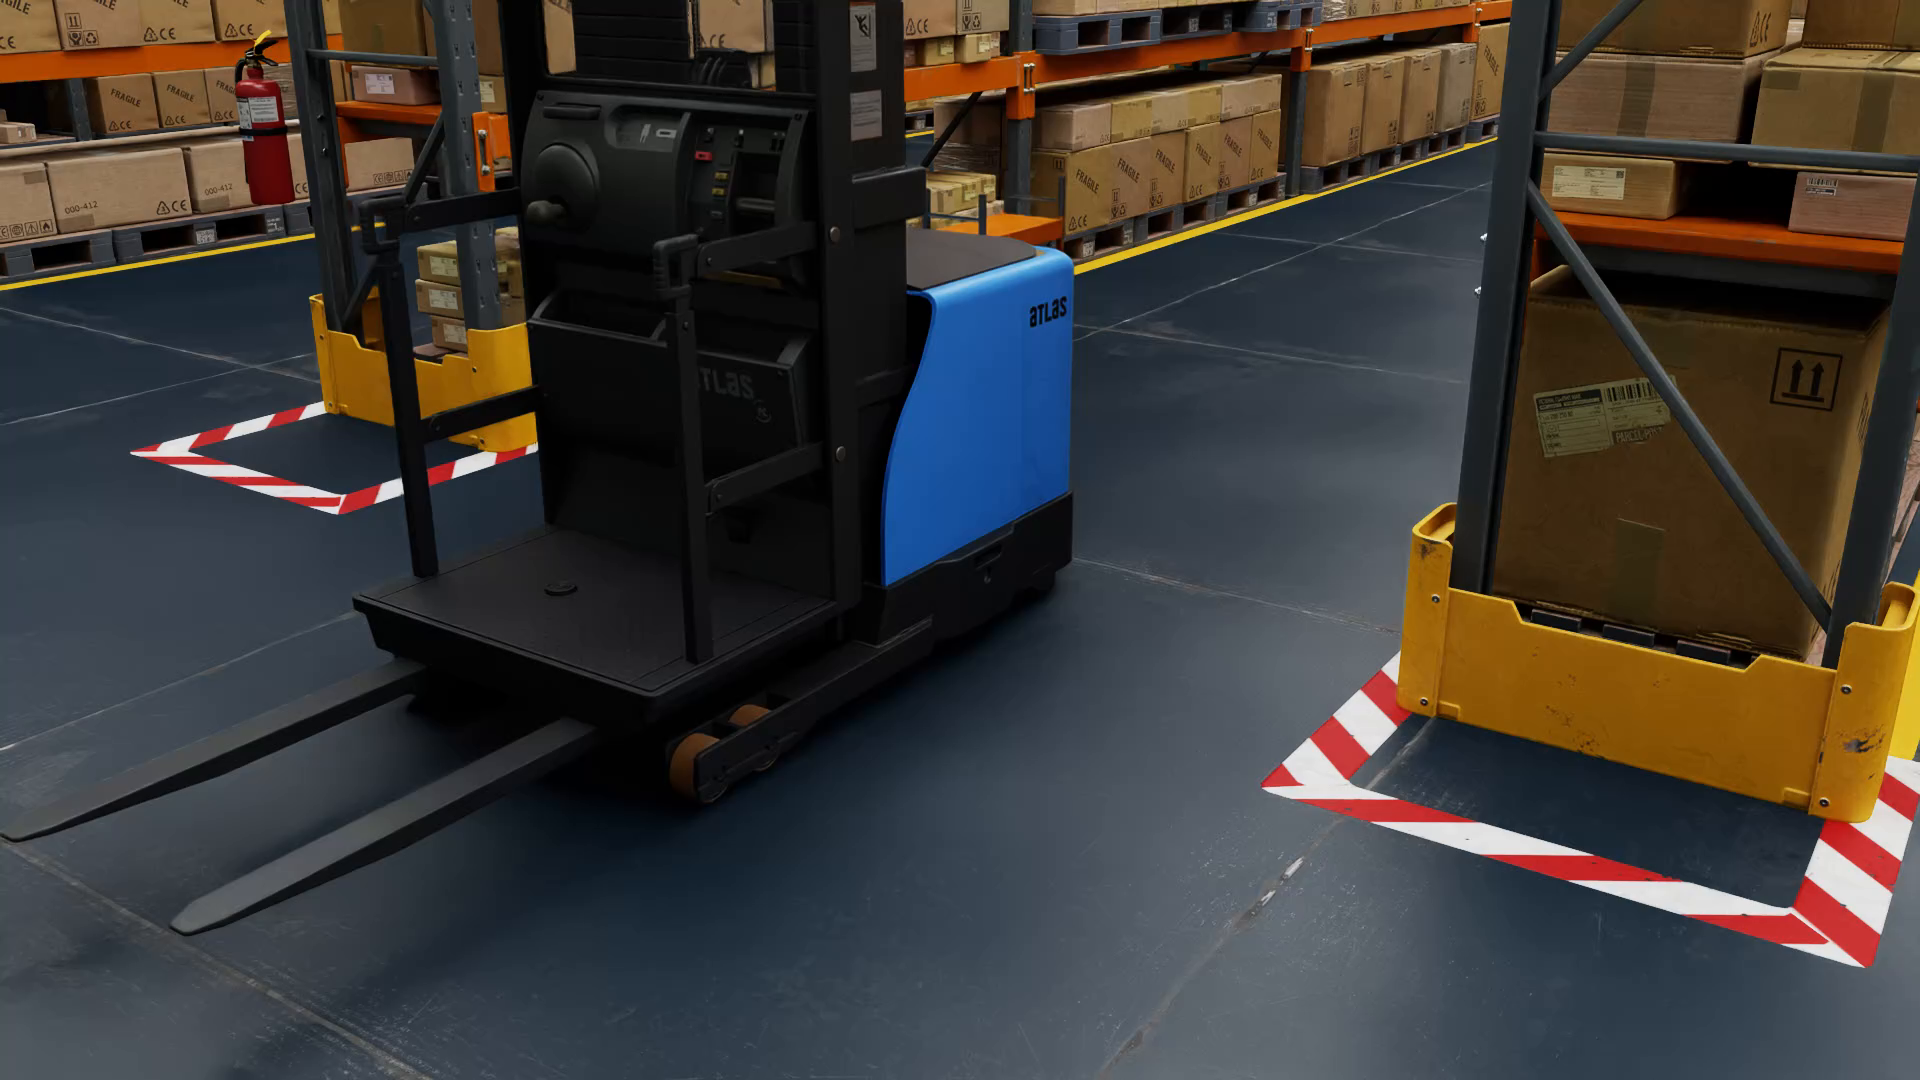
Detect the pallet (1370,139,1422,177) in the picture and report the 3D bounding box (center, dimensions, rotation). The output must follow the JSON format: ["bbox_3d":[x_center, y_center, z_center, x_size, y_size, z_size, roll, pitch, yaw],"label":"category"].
[{"bbox_3d":[3.407,-3.439,14.758,1.003,0.211,1.213,13,24,32],"label":"pallet"}]

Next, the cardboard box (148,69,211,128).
[{"bbox_3d":[-7.543,-4.217,15.839,0.500,0.500,0.500,13,24,31],"label":"cardboard box"}]

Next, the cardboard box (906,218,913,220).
[{"bbox_3d":[-0.474,-1.812,8.987,0.380,0.149,0.250,14,25,34],"label":"cardboard box"}]

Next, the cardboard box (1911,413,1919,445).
[{"bbox_3d":[3.068,-0.811,6.092,0.875,0.875,0.875,13,24,32],"label":"cardboard box"}]

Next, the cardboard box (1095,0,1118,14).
[{"bbox_3d":[0.719,-3.222,9.909,0.380,0.149,0.250,14,24,33],"label":"cardboard box"}]

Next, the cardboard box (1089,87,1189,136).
[{"bbox_3d":[1.188,-2.875,11.130,0.500,0.250,0.500,14,25,34],"label":"cardboard box"}]

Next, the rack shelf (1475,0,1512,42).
[{"bbox_3d":[5.587,-5.571,17.539,1.077,0.370,4.000,13,24,32],"label":"rack shelf"}]

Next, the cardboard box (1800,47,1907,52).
[{"bbox_3d":[2.543,-1.200,4.472,0.500,0.250,0.500,13,24,31],"label":"cardboard box"}]

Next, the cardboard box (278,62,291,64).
[{"bbox_3d":[-6.880,-4.853,16.624,0.380,0.149,0.250,12,23,29],"label":"cardboard box"}]

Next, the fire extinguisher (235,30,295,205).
[{"bbox_3d":[-2.806,-1.698,6.681,0.296,0.674,0.183,13,24,32],"label":"fire extinguisher"}]

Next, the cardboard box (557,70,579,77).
[{"bbox_3d":[-1.720,-1.884,6.896,0.380,0.149,0.250,14,25,34],"label":"cardboard box"}]

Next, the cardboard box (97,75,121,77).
[{"bbox_3d":[-7.870,-4.322,15.189,0.380,0.149,0.250,15,25,34],"label":"cardboard box"}]

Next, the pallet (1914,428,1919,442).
[{"bbox_3d":[3.519,-0.532,6.899,1.003,0.211,1.213,13,24,32],"label":"pallet"}]

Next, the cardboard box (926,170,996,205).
[{"bbox_3d":[-0.019,-2.025,9.563,0.380,0.149,0.250,14,25,33],"label":"cardboard box"}]

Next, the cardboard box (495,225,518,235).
[{"bbox_3d":[-1.965,-1.392,7.850,0.380,0.149,0.250,13,24,31],"label":"cardboard box"}]

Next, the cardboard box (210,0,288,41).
[{"bbox_3d":[-4.789,-3.544,10.877,0.500,0.500,0.500,13,24,31],"label":"cardboard box"}]

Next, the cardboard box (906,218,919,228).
[{"bbox_3d":[-0.448,-1.673,9.039,0.380,0.149,0.250,14,24,32],"label":"cardboard box"}]

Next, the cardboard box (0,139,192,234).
[{"bbox_3d":[-5.637,-2.296,10.737,0.875,0.438,0.875,14,25,33],"label":"cardboard box"}]

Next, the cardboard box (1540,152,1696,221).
[{"bbox_3d":[1.691,-0.944,4.355,0.380,0.149,0.250,14,24,33],"label":"cardboard box"}]

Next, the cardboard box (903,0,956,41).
[{"bbox_3d":[-0.365,-2.883,8.662,0.500,0.500,0.500,13,24,30],"label":"cardboard box"}]

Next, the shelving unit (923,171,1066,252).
[{"bbox_3d":[0.119,-0.624,5.722,0.258,1.200,0.503,13,24,32],"label":"shelving unit"}]

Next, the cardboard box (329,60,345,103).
[{"bbox_3d":[-6.685,-4.659,17.035,0.500,0.500,0.500,15,25,34],"label":"cardboard box"}]

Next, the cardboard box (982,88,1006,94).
[{"bbox_3d":[0.020,-5.084,18.369,0.950,0.372,0.625,14,24,33],"label":"cardboard box"}]

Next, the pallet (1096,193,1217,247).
[{"bbox_3d":[1.088,-2.306,11.696,1.003,0.211,1.213,13,24,32],"label":"pallet"}]

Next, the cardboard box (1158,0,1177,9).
[{"bbox_3d":[1.147,-3.438,10.493,0.380,0.149,0.250,12,23,29],"label":"cardboard box"}]

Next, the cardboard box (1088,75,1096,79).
[{"bbox_3d":[1.454,-5.603,19.947,0.500,0.250,0.500,13,24,31],"label":"cardboard box"}]

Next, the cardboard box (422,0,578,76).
[{"bbox_3d":[-1.802,-2.153,6.688,0.500,0.500,0.500,15,25,34],"label":"cardboard box"}]

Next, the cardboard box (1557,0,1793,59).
[{"bbox_3d":[1.819,-1.507,4.222,0.500,0.500,0.500,14,24,32],"label":"cardboard box"}]

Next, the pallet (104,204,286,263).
[{"bbox_3d":[-5.362,-2.113,11.174,1.003,0.211,1.213,13,24,32],"label":"pallet"}]

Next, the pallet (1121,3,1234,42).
[{"bbox_3d":[1.136,-3.521,11.236,1.003,0.211,1.213,13,24,32],"label":"pallet"}]

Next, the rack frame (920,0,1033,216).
[{"bbox_3d":[-0.034,-3.039,9.657,1.000,3.000,0.127,13,24,32],"label":"rack frame"}]

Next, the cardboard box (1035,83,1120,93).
[{"bbox_3d":[0.761,-2.978,11.408,0.500,0.250,0.500,12,23,29],"label":"cardboard box"}]

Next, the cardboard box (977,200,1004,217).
[{"bbox_3d":[0.052,-1.886,9.616,0.380,0.149,0.250,14,24,33],"label":"cardboard box"}]

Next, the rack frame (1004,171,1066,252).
[{"bbox_3d":[0.255,-0.694,5.911,0.240,1.200,0.015,13,24,32],"label":"rack frame"}]

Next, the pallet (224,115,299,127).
[{"bbox_3d":[-7.181,-4.227,16.888,1.003,0.211,1.213,13,24,32],"label":"pallet"}]

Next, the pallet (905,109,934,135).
[{"bbox_3d":[-0.809,-4.388,17.323,1.003,0.211,1.213,13,24,32],"label":"pallet"}]

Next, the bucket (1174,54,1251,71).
[{"bbox_3d":[2.633,-5.001,17.488,0.620,0.611,0.726,-24,30,-29],"label":"bucket"}]

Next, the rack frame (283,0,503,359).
[{"bbox_3d":[-2.282,-1.891,6.555,1.000,3.000,0.127,13,24,32],"label":"rack frame"}]

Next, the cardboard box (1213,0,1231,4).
[{"bbox_3d":[1.592,-3.668,11.114,0.380,0.149,0.250,14,25,33],"label":"cardboard box"}]

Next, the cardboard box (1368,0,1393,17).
[{"bbox_3d":[3.258,-4.601,13.736,0.500,0.500,0.500,13,24,32],"label":"cardboard box"}]

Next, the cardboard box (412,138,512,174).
[{"bbox_3d":[-3.902,-3.369,13.008,0.875,0.875,0.875,14,25,33],"label":"cardboard box"}]

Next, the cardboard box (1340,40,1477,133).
[{"bbox_3d":[4.189,-4.281,15.651,1.050,0.750,0.750,13,24,32],"label":"cardboard box"}]

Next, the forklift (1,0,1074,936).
[{"bbox_3d":[-0.880,-0.924,4.039,1.130,2.935,3.031,13,24,32],"label":"forklift"}]

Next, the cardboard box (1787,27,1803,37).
[{"bbox_3d":[2.387,-1.447,5.140,0.500,0.250,0.500,12,24,30],"label":"cardboard box"}]

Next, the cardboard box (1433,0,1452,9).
[{"bbox_3d":[4.107,-5.035,14.908,0.500,0.500,0.500,13,24,31],"label":"cardboard box"}]

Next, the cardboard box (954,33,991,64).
[{"bbox_3d":[-0.056,-2.699,9.099,0.380,0.149,0.250,13,24,30],"label":"cardboard box"}]

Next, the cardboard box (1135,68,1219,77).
[{"bbox_3d":[1.627,-3.412,12.584,0.500,0.250,0.500,12,23,29],"label":"cardboard box"}]

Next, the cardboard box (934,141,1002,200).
[{"bbox_3d":[0.174,-2.325,10.725,0.500,0.500,0.500,13,24,31],"label":"cardboard box"}]

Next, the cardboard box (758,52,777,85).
[{"bbox_3d":[-0.995,-2.260,7.914,0.380,0.149,0.250,14,25,34],"label":"cardboard box"}]

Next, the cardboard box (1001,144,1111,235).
[{"bbox_3d":[0.601,-2.224,10.452,0.500,0.500,0.500,14,25,34],"label":"cardboard box"}]

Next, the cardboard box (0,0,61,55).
[{"bbox_3d":[-5.665,-3.107,9.697,0.500,0.500,0.500,13,24,31],"label":"cardboard box"}]

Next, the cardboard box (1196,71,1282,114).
[{"bbox_3d":[2.047,-3.316,12.322,0.500,0.250,0.500,13,24,31],"label":"cardboard box"}]

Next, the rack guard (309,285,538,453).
[{"bbox_3d":[-2.240,-0.741,7.047,1.175,0.500,0.348,13,24,32],"label":"rack guard"}]

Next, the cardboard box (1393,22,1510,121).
[{"bbox_3d":[4.875,-4.702,16.610,0.875,0.875,0.875,14,24,33],"label":"cardboard box"}]

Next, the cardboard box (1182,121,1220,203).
[{"bbox_3d":[1.482,-2.668,11.653,0.500,0.500,0.500,12,23,29],"label":"cardboard box"}]

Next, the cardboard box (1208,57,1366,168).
[{"bbox_3d":[2.631,-3.486,13.502,1.050,0.750,0.750,13,24,31],"label":"cardboard box"}]

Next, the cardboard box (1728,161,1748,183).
[{"bbox_3d":[2.119,-1.162,4.945,0.380,0.149,0.250,14,24,33],"label":"cardboard box"}]

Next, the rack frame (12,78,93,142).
[{"bbox_3d":[-8.292,-4.942,14.803,1.000,3.000,0.127,13,24,32],"label":"rack frame"}]

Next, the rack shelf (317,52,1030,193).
[{"bbox_3d":[-1.158,-2.128,8.231,1.077,0.370,4.000,13,24,32],"label":"rack shelf"}]
